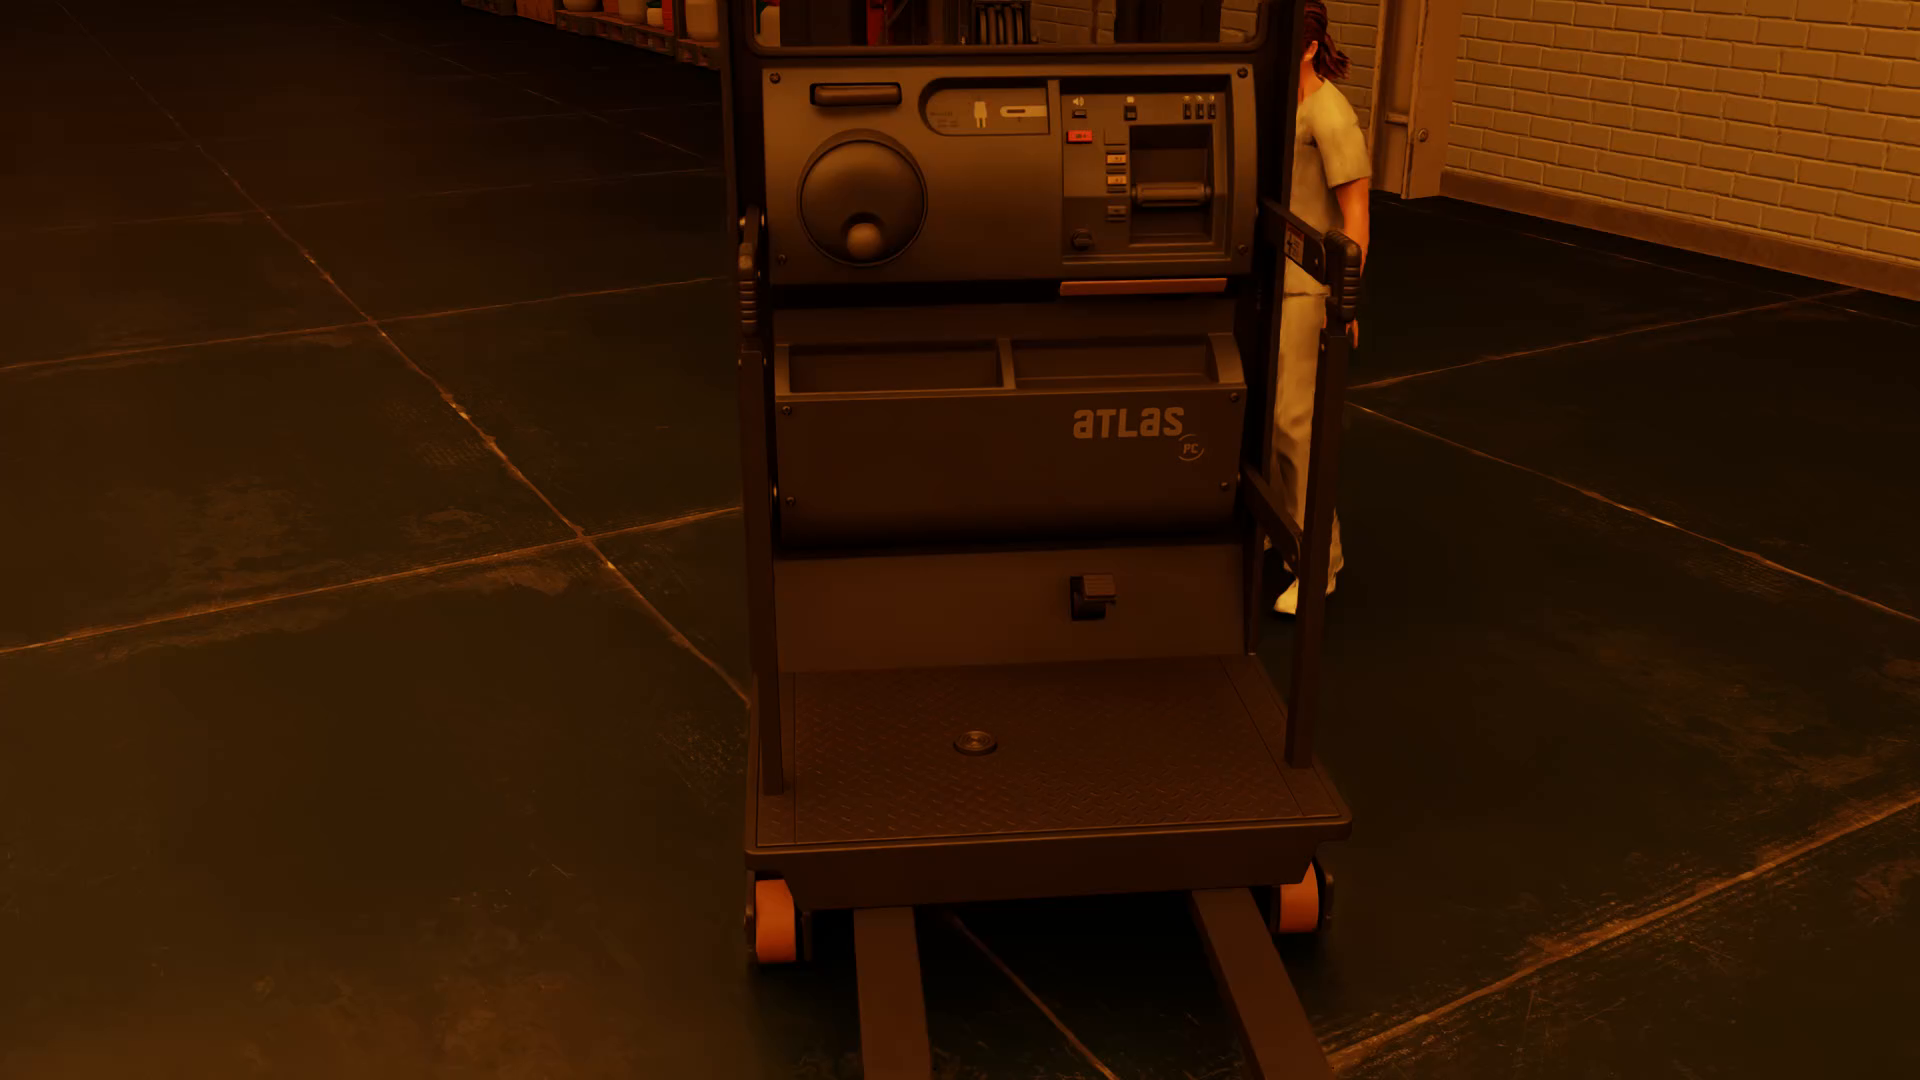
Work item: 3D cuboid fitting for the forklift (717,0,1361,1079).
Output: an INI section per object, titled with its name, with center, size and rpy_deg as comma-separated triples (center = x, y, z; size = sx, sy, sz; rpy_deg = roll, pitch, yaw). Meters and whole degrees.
[forklift]
center = 0.121, -0.682, 2.936
size = 1.130, 2.935, 3.031
rpy_deg = -2, 22, -5

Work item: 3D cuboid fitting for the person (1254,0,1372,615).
[person]
center = 0.939, -0.685, 4.646
size = 0.365, 1.648, 0.759
rpy_deg = -7, 23, -17
